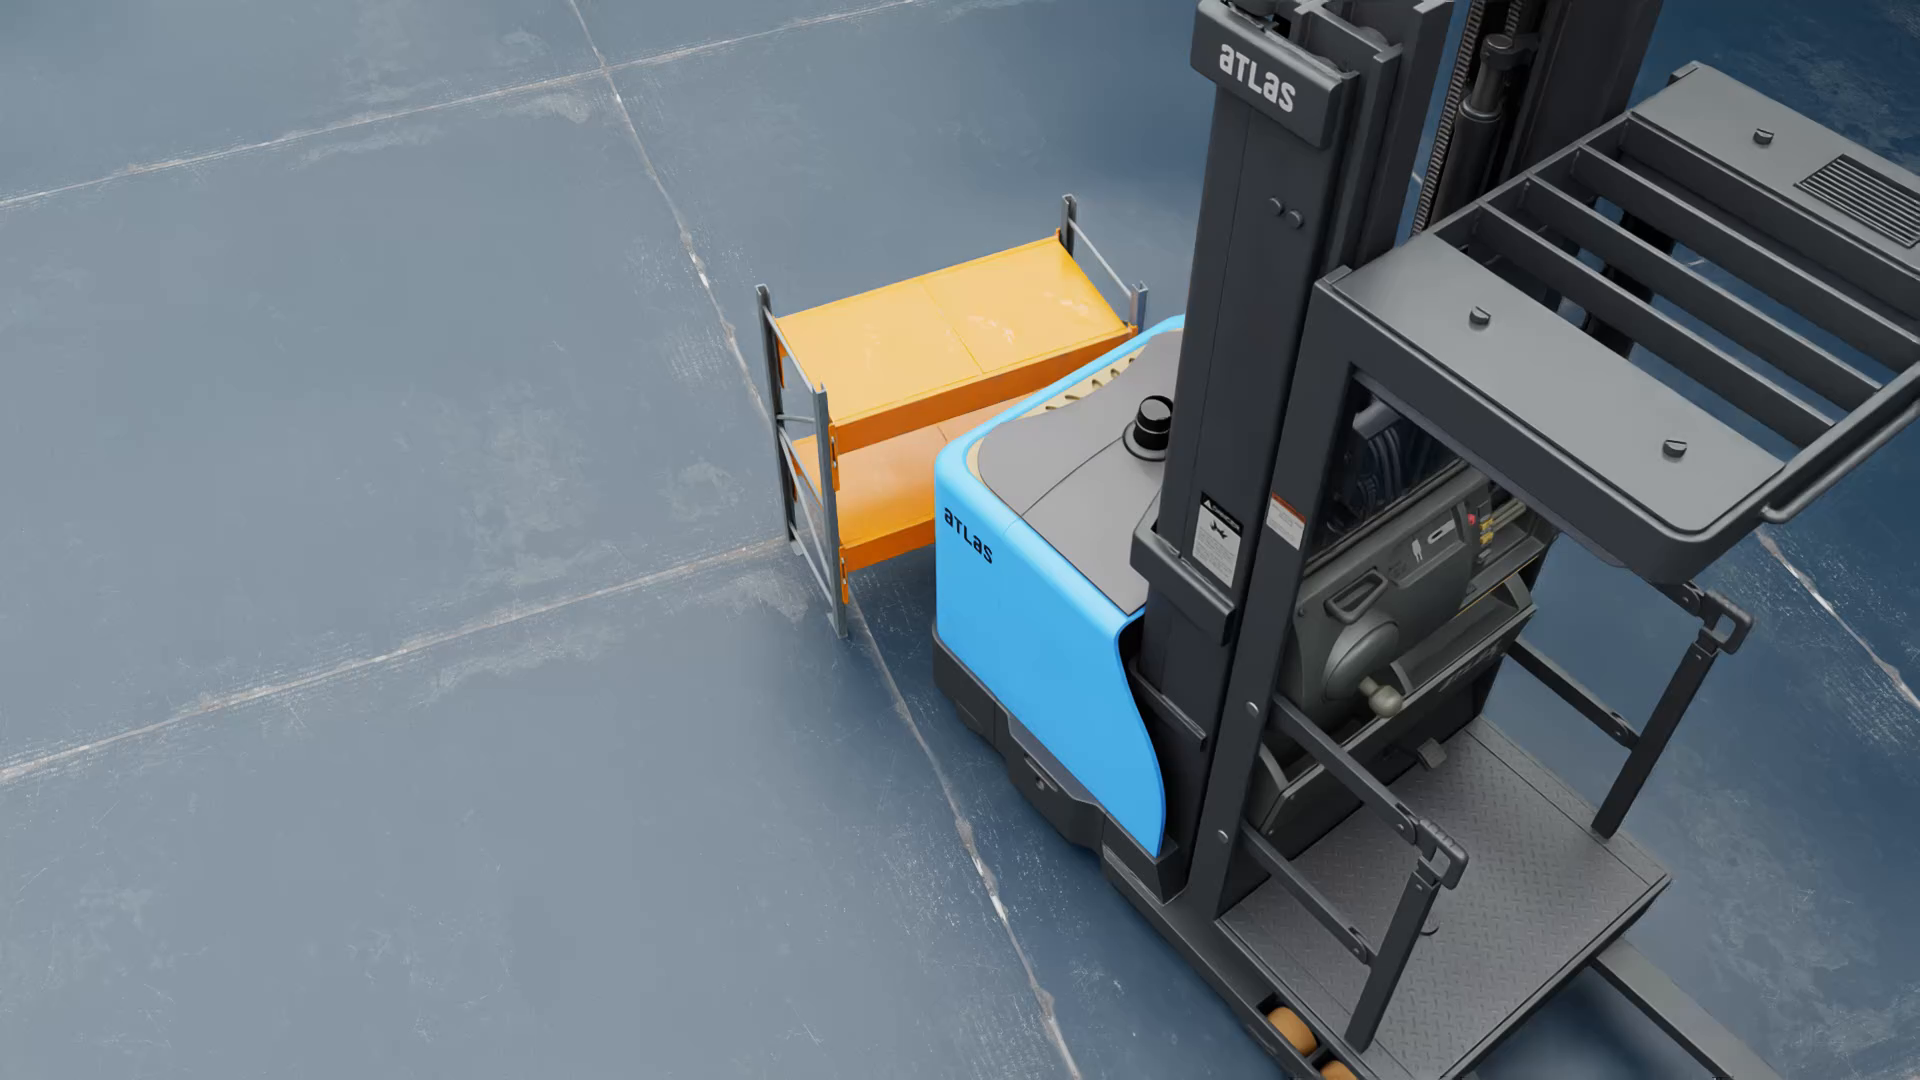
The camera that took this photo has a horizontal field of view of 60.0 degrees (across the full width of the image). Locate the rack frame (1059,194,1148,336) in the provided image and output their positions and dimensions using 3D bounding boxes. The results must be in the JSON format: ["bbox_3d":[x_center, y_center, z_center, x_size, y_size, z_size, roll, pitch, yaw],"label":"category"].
[{"bbox_3d":[0.436,-0.539,5.472,0.032,1.125,0.500,-19,52,-16],"label":"rack frame"}]

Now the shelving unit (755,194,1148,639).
[{"bbox_3d":[-0.026,-0.378,5.333,1.048,1.125,0.538,-19,52,-16],"label":"shelving unit"}]

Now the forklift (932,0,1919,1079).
[{"bbox_3d":[1.221,0.155,3.685,1.130,2.935,3.031,-31,56,-24],"label":"forklift"}]

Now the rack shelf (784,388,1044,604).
[{"bbox_3d":[-0.026,-0.219,5.519,1.000,0.278,0.538,-19,52,-16],"label":"rack shelf"}]

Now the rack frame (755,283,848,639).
[{"bbox_3d":[-0.488,-0.217,5.195,0.032,1.125,0.500,-19,52,-16],"label":"rack frame"}]

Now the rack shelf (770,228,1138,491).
[{"bbox_3d":[-0.026,-0.569,5.111,1.000,0.278,0.538,-19,52,-16],"label":"rack shelf"}]
